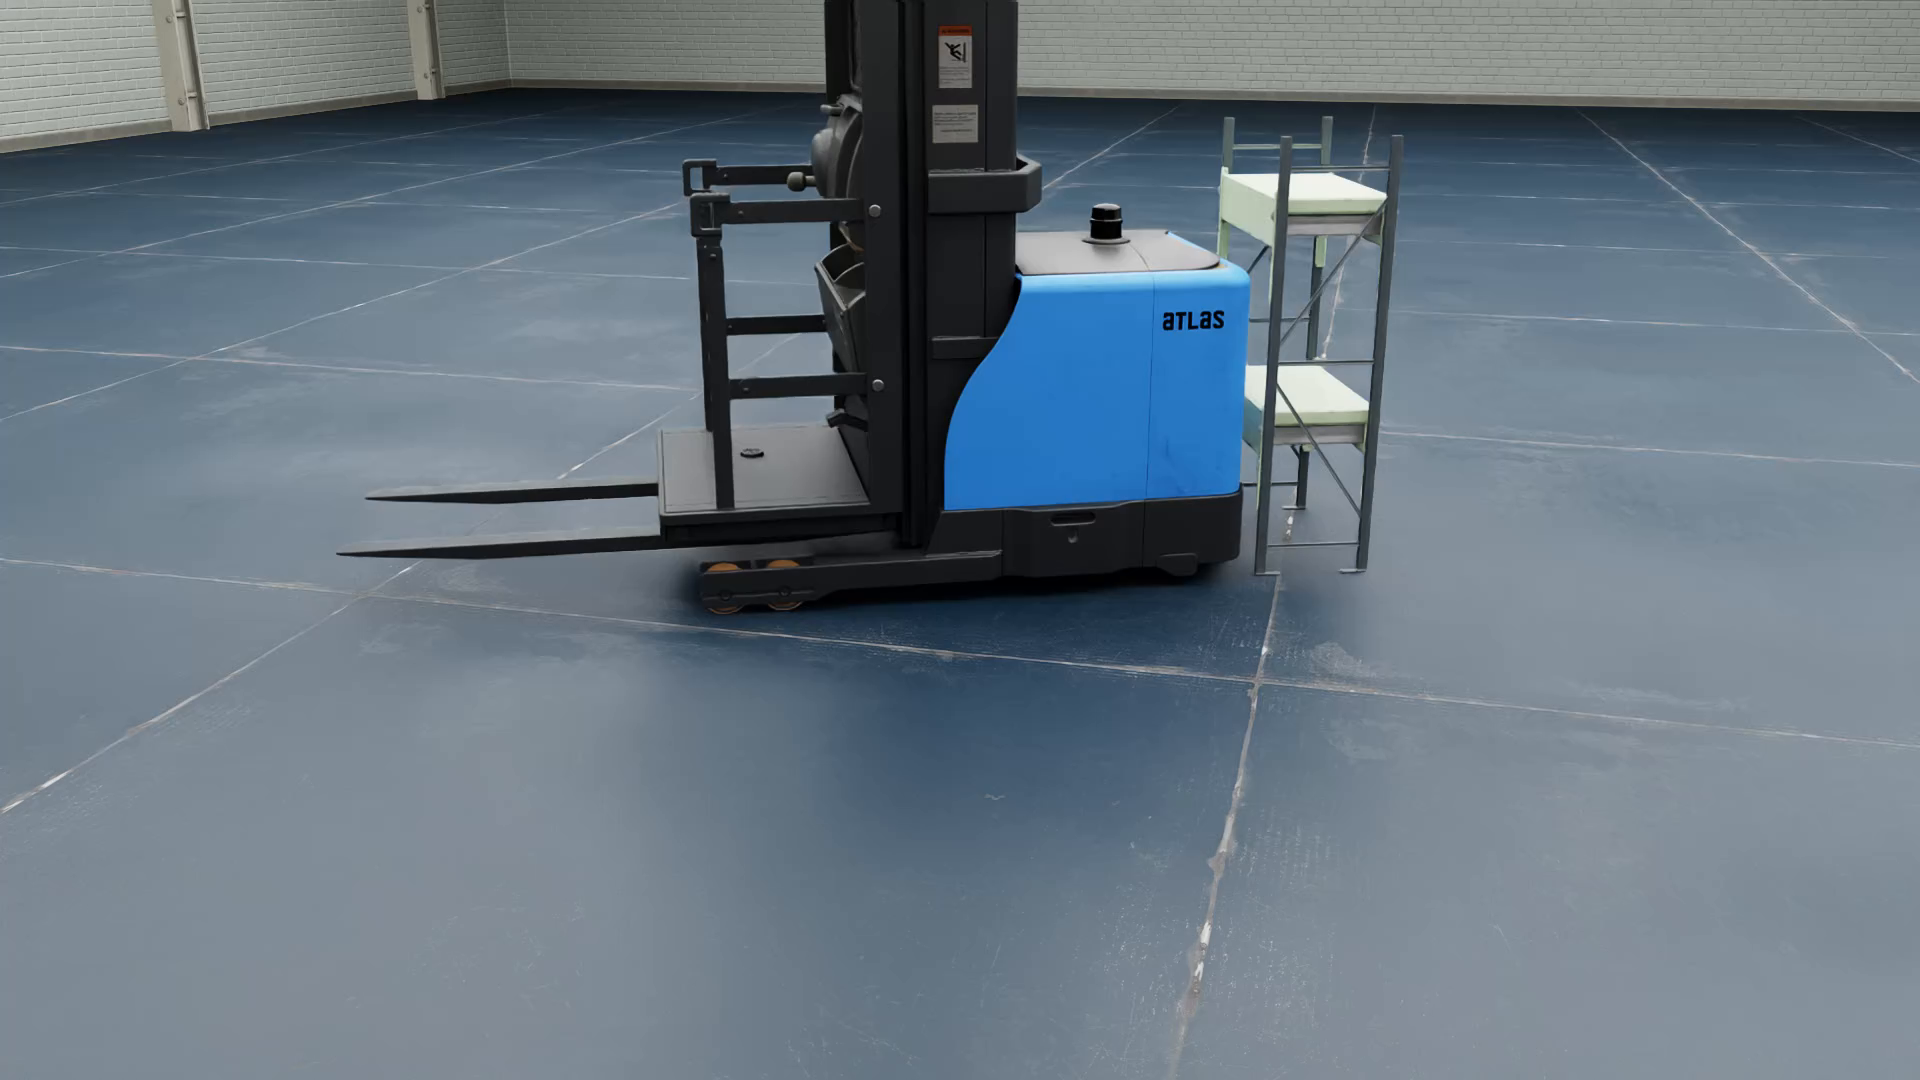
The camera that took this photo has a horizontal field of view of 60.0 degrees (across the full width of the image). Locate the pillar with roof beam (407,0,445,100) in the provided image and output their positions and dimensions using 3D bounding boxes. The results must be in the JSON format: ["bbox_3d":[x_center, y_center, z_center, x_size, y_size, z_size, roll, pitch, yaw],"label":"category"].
[{"bbox_3d":[-4.658,-11.287,25.312,9.100,9.000,0.400,5,19,13],"label":"pillar with roof beam"}]

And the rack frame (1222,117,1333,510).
[{"bbox_3d":[1.160,-0.828,6.292,0.400,1.500,0.023,-2,19,-5],"label":"rack frame"}]

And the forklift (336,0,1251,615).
[{"bbox_3d":[-0.587,-1.326,5.536,3.031,2.935,1.130,-3,19,-10],"label":"forklift"}]

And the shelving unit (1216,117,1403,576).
[{"bbox_3d":[1.196,-0.710,5.947,0.431,1.500,0.755,-2,19,-5],"label":"shelving unit"}]

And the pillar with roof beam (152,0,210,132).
[{"bbox_3d":[-6.124,-9.407,19.806,9.100,9.000,0.400,5,19,13],"label":"pillar with roof beam"}]

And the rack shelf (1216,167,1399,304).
[{"bbox_3d":[1.196,-1.080,5.821,0.431,0.370,0.720,-2,19,-5],"label":"rack shelf"}]

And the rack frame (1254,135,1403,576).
[{"bbox_3d":[1.232,-0.593,5.603,0.400,1.500,0.023,-2,19,-5],"label":"rack frame"}]

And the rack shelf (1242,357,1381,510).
[{"bbox_3d":[1.196,-0.402,6.053,0.431,0.370,0.720,-2,19,-5],"label":"rack shelf"}]
